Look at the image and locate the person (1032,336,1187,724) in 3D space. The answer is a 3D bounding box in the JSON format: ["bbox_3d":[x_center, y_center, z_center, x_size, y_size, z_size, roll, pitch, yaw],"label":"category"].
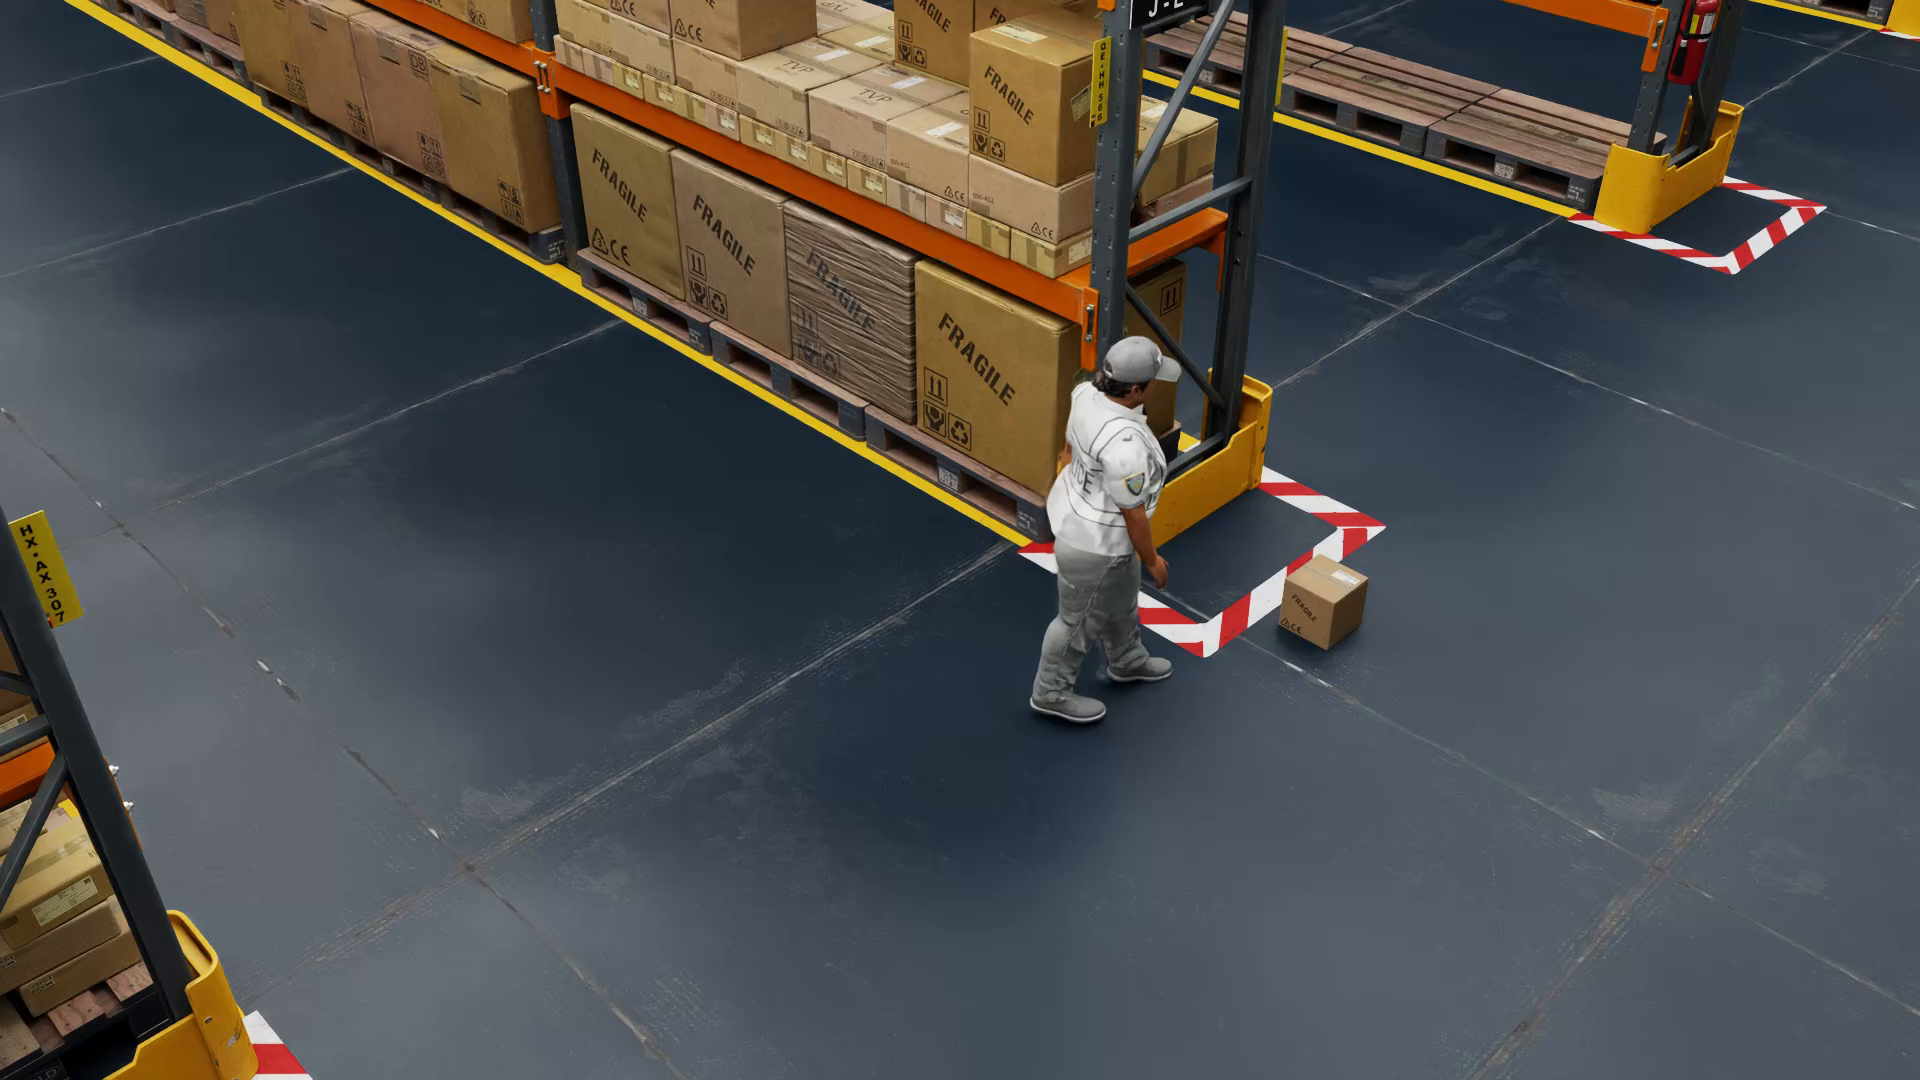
[{"bbox_3d":[0.611,-0.024,6.158,0.661,1.659,0.499,-2,36,-3],"label":"person"}]
